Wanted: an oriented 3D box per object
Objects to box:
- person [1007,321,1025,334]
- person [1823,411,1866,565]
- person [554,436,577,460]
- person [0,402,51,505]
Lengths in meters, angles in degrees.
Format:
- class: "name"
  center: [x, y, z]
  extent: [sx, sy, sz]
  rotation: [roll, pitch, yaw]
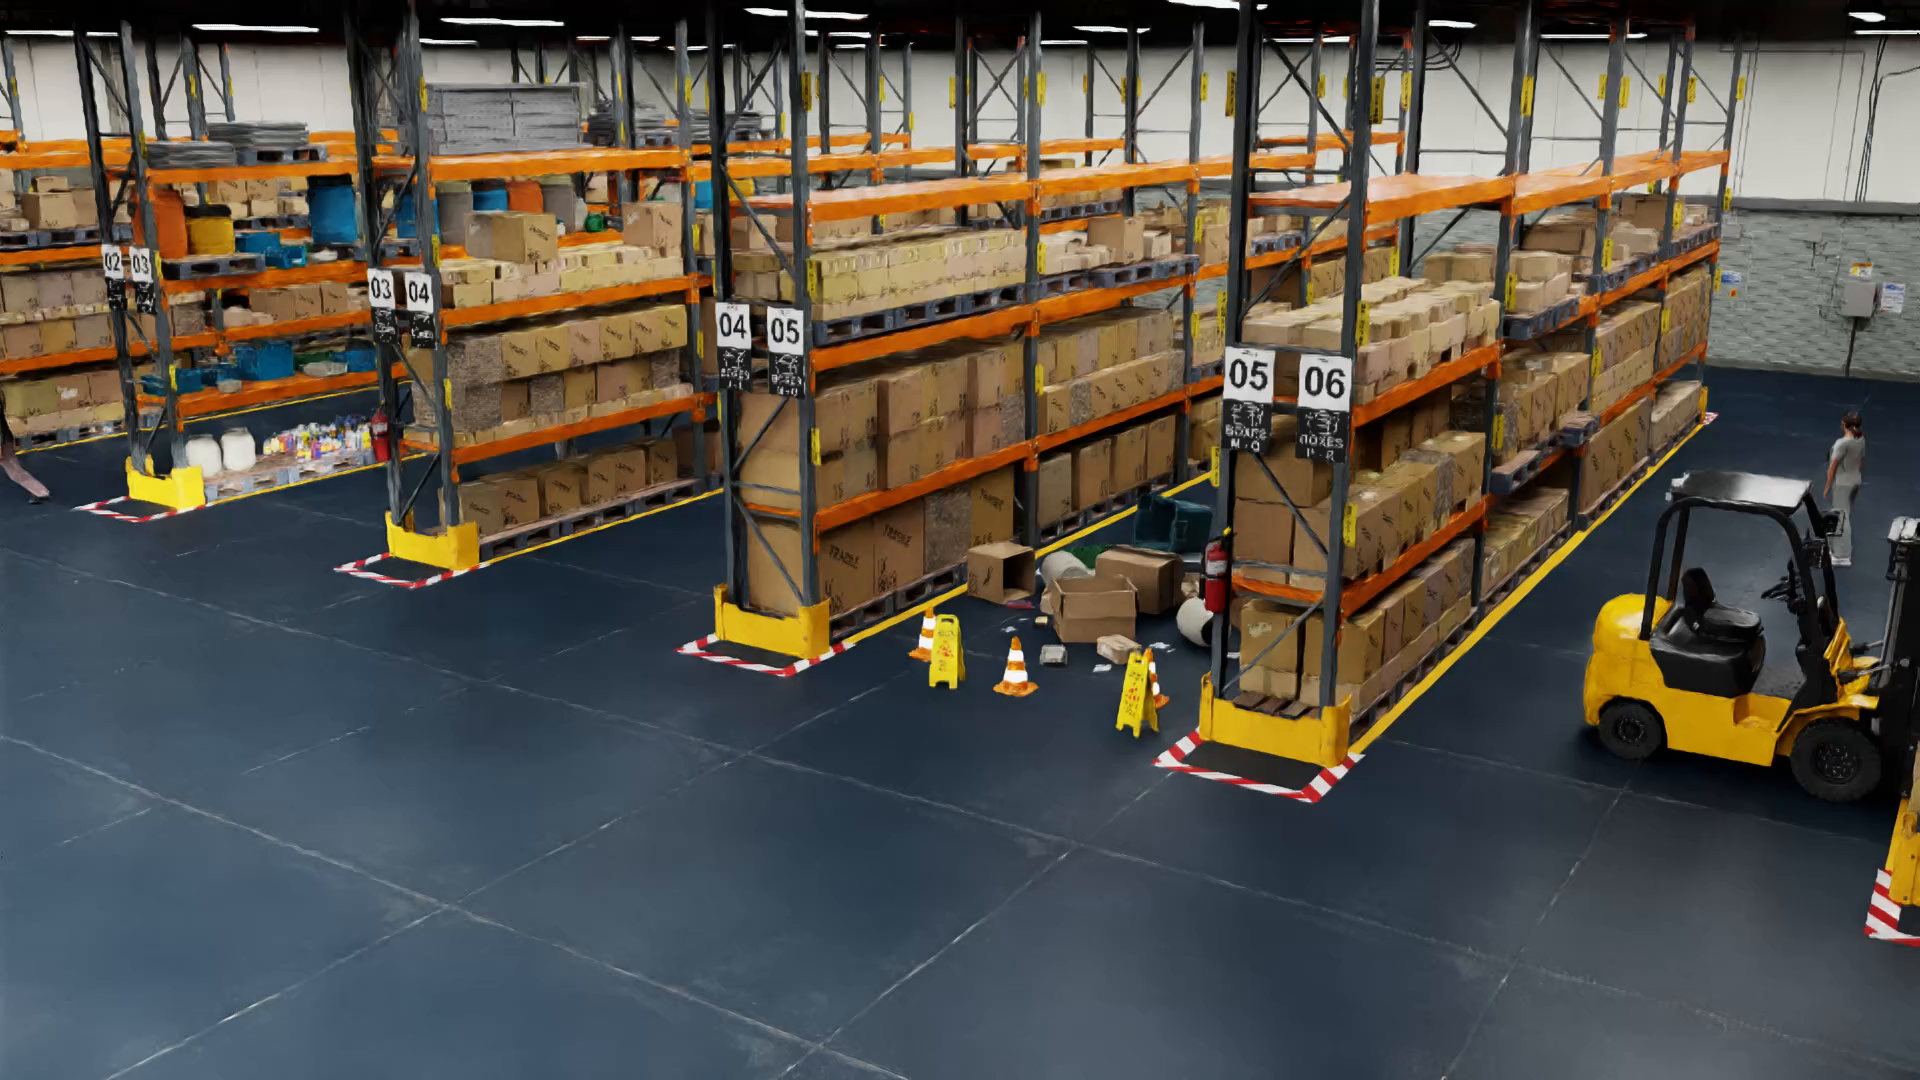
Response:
- class: "person"
  center: [0.916, -2.587, 25.305]
  extent: [0.677, 1.742, 0.547]
  rotation: [9, 18, 30]
- class: "person"
  center: [9.638, -0.599, 18.200]
  extent: [0.559, 1.665, 0.577]
  rotation: [-10, 18, -32]
- class: "person"
  center: [-5.212, -1.599, 21.816]
  extent: [0.585, 1.661, 0.550]
  rotation: [-13, 20, -38]
- class: "person"
  center: [-11.754, -1.182, 20.343]
  extent: [0.926, 1.683, 0.560]
  rotation: [-13, 20, -39]
